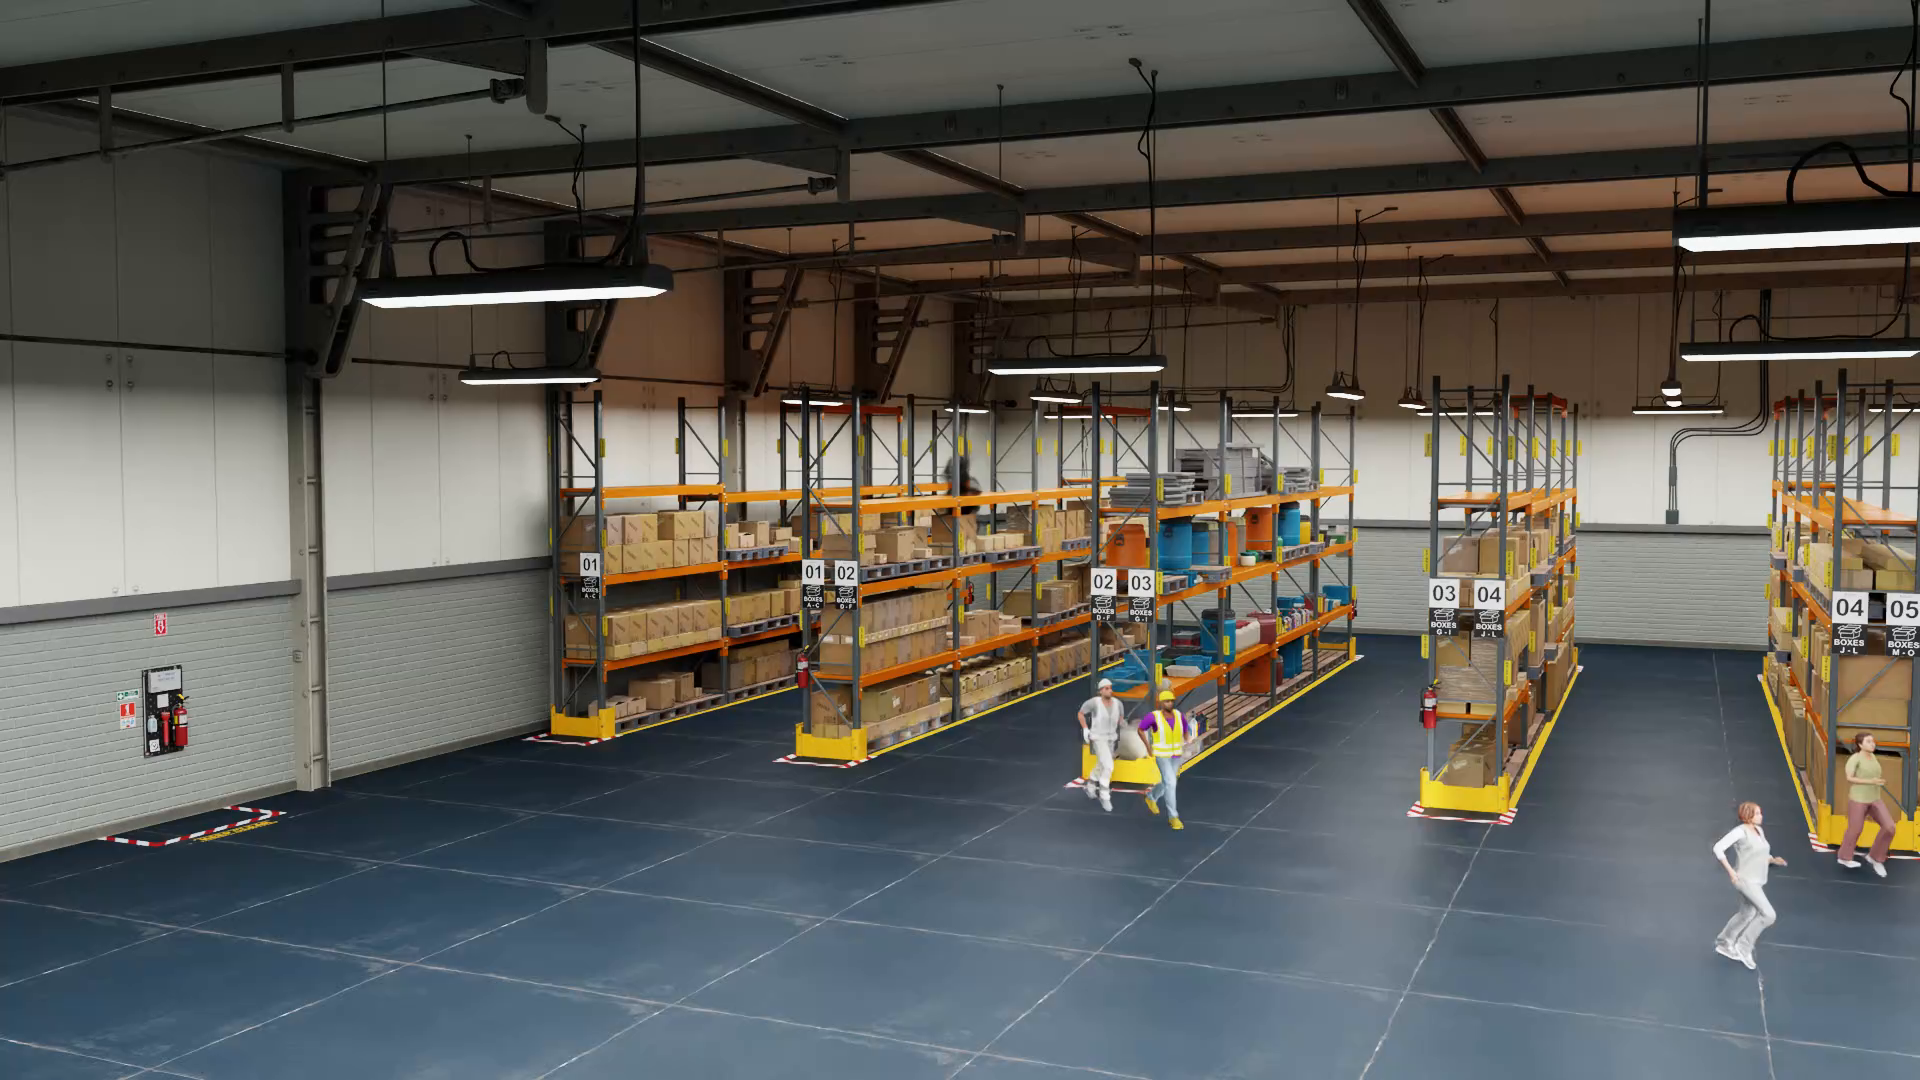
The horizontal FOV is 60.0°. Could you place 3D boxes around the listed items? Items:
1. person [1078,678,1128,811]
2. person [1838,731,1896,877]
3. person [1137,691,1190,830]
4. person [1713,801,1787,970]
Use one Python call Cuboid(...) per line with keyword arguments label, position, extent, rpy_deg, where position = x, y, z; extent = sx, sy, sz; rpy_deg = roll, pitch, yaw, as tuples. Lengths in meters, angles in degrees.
Cuboid(label="person", position=(2.010, 2.831, 23.247), extent=(0.614, 1.824, 0.846), rpy_deg=(-2, 4, -31))
Cuboid(label="person", position=(10.635, 3.089, 19.528), extent=(0.585, 1.685, 0.682), rpy_deg=(-1, 3, -14))
Cuboid(label="person", position=(2.767, 2.888, 22.201), extent=(0.681, 1.782, 0.916), rpy_deg=(-2, 4, -27))
Cuboid(label="person", position=(7.602, 3.318, 16.002), extent=(0.505, 1.591, 0.667), rpy_deg=(-3, 4, -43))
